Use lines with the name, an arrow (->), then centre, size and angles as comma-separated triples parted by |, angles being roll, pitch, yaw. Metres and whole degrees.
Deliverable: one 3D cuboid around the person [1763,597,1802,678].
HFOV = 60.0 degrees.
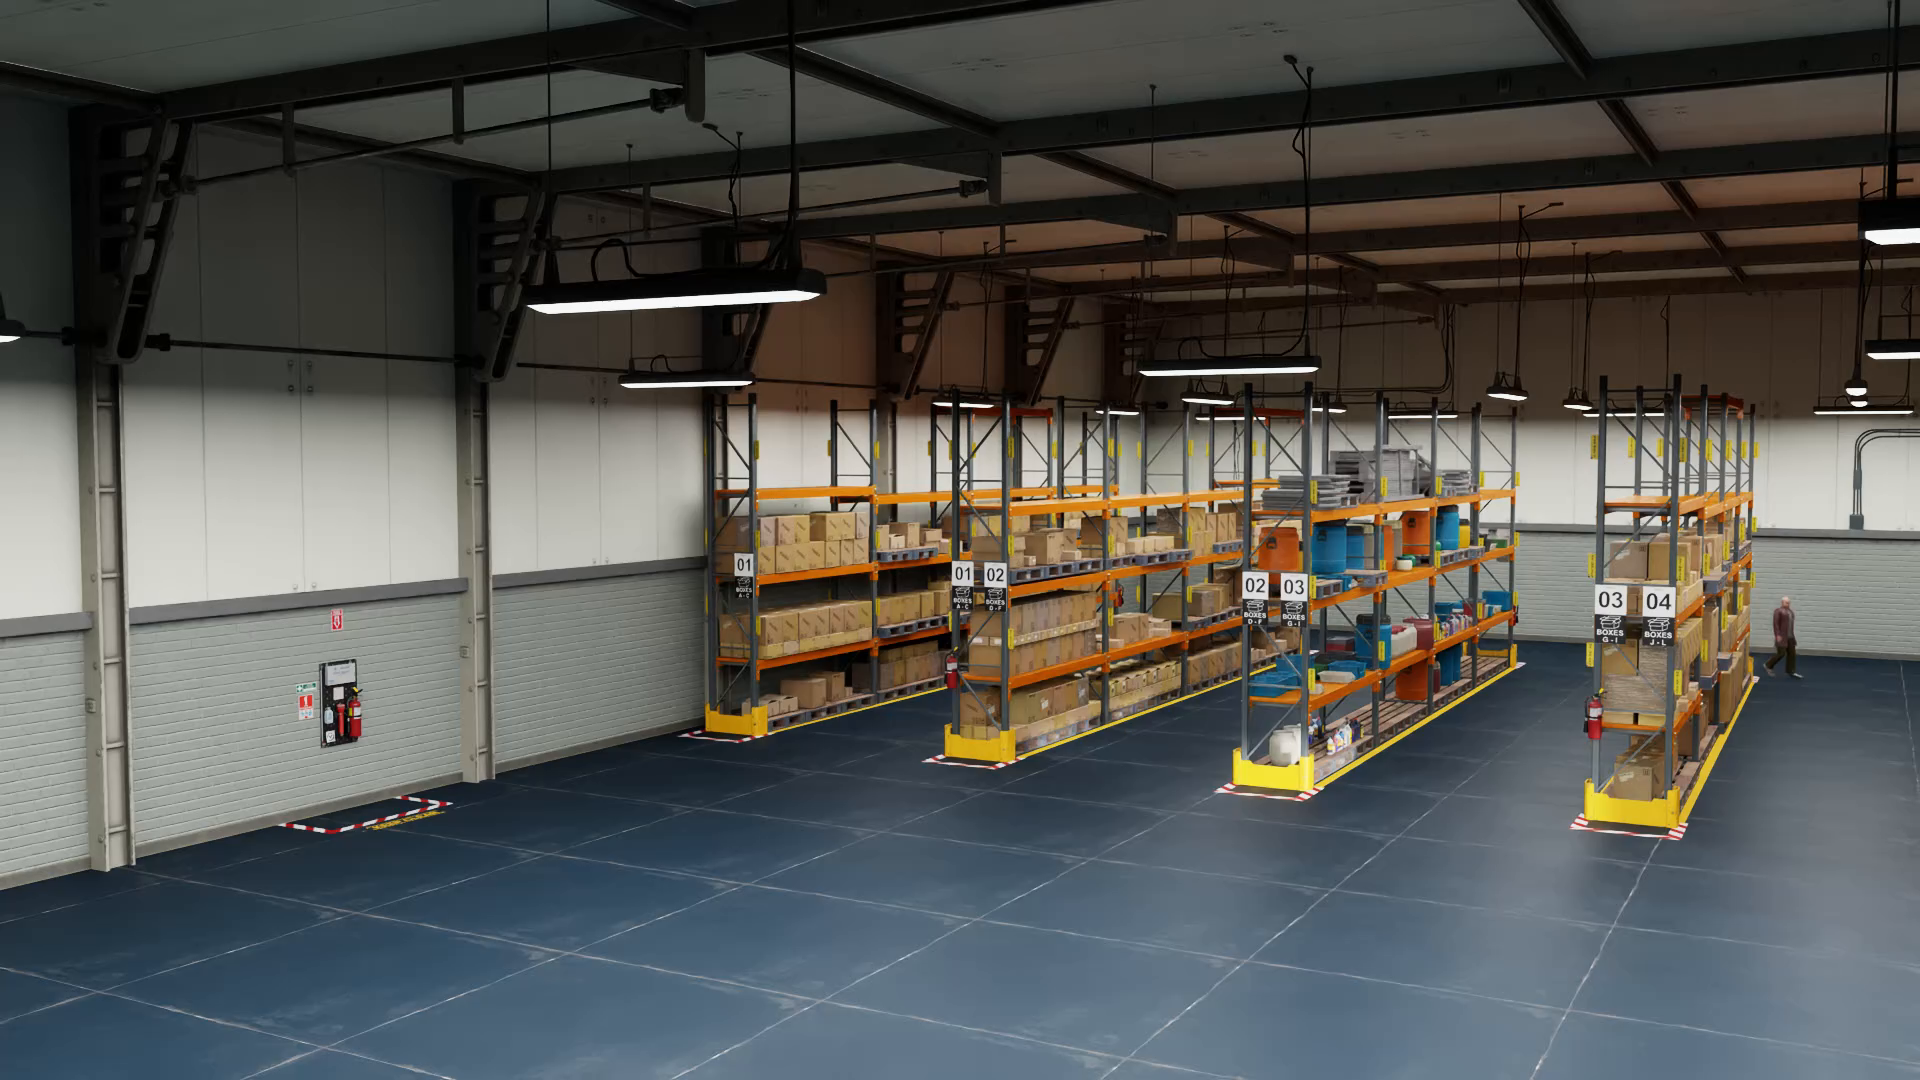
person -> 18.097, 2.135, 36.579 | 0.581, 1.794, 0.694 | -1, 3, -22
